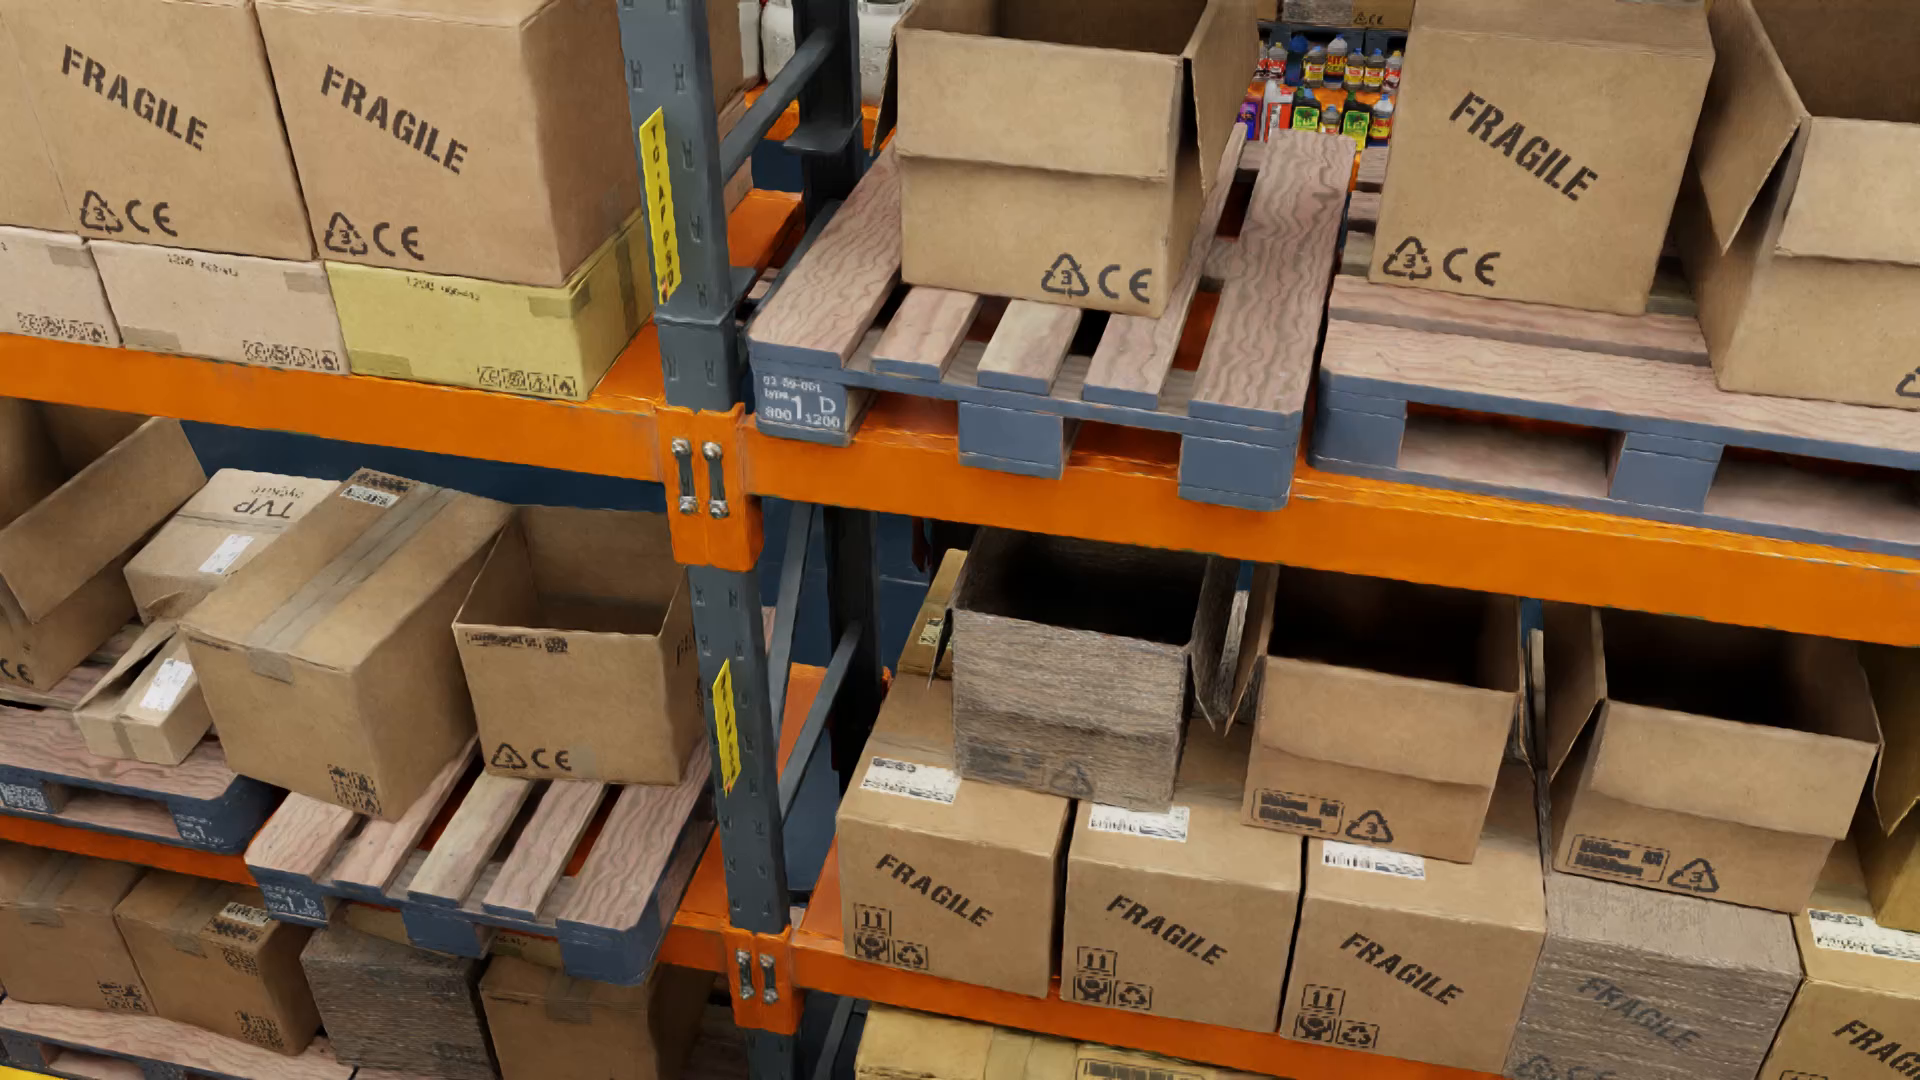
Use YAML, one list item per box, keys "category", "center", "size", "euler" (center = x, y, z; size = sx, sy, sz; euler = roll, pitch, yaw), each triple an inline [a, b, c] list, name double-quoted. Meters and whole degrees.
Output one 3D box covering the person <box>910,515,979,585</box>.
- category: "person"
  center: [0.057, -0.014, 6.130]
  size: [0.535, 1.666, 0.437]
  euler: [-6, 37, -7]
